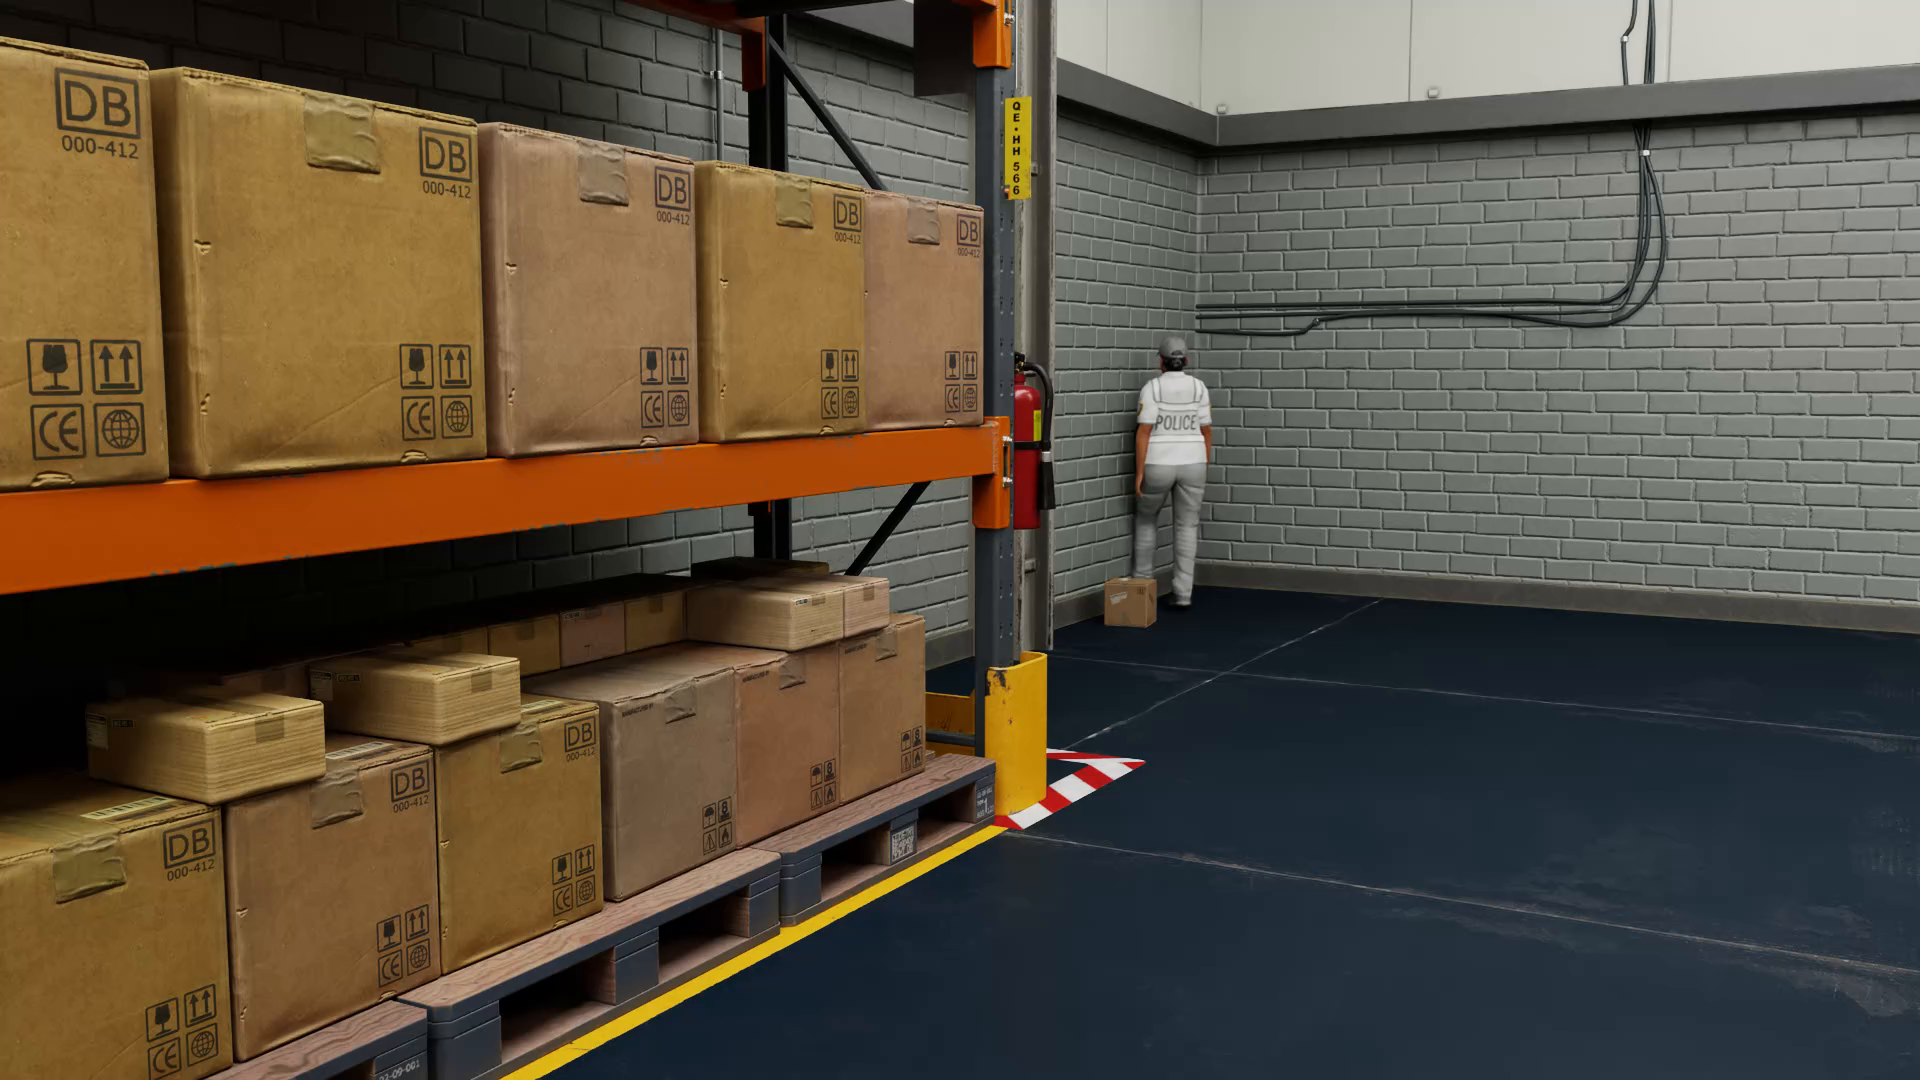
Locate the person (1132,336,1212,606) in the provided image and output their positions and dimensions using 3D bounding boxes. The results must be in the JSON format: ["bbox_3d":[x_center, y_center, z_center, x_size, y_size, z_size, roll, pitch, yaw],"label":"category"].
[{"bbox_3d":[1.302,-0.431,10.334,0.493,1.658,0.639,0,6,-4],"label":"person"}]
